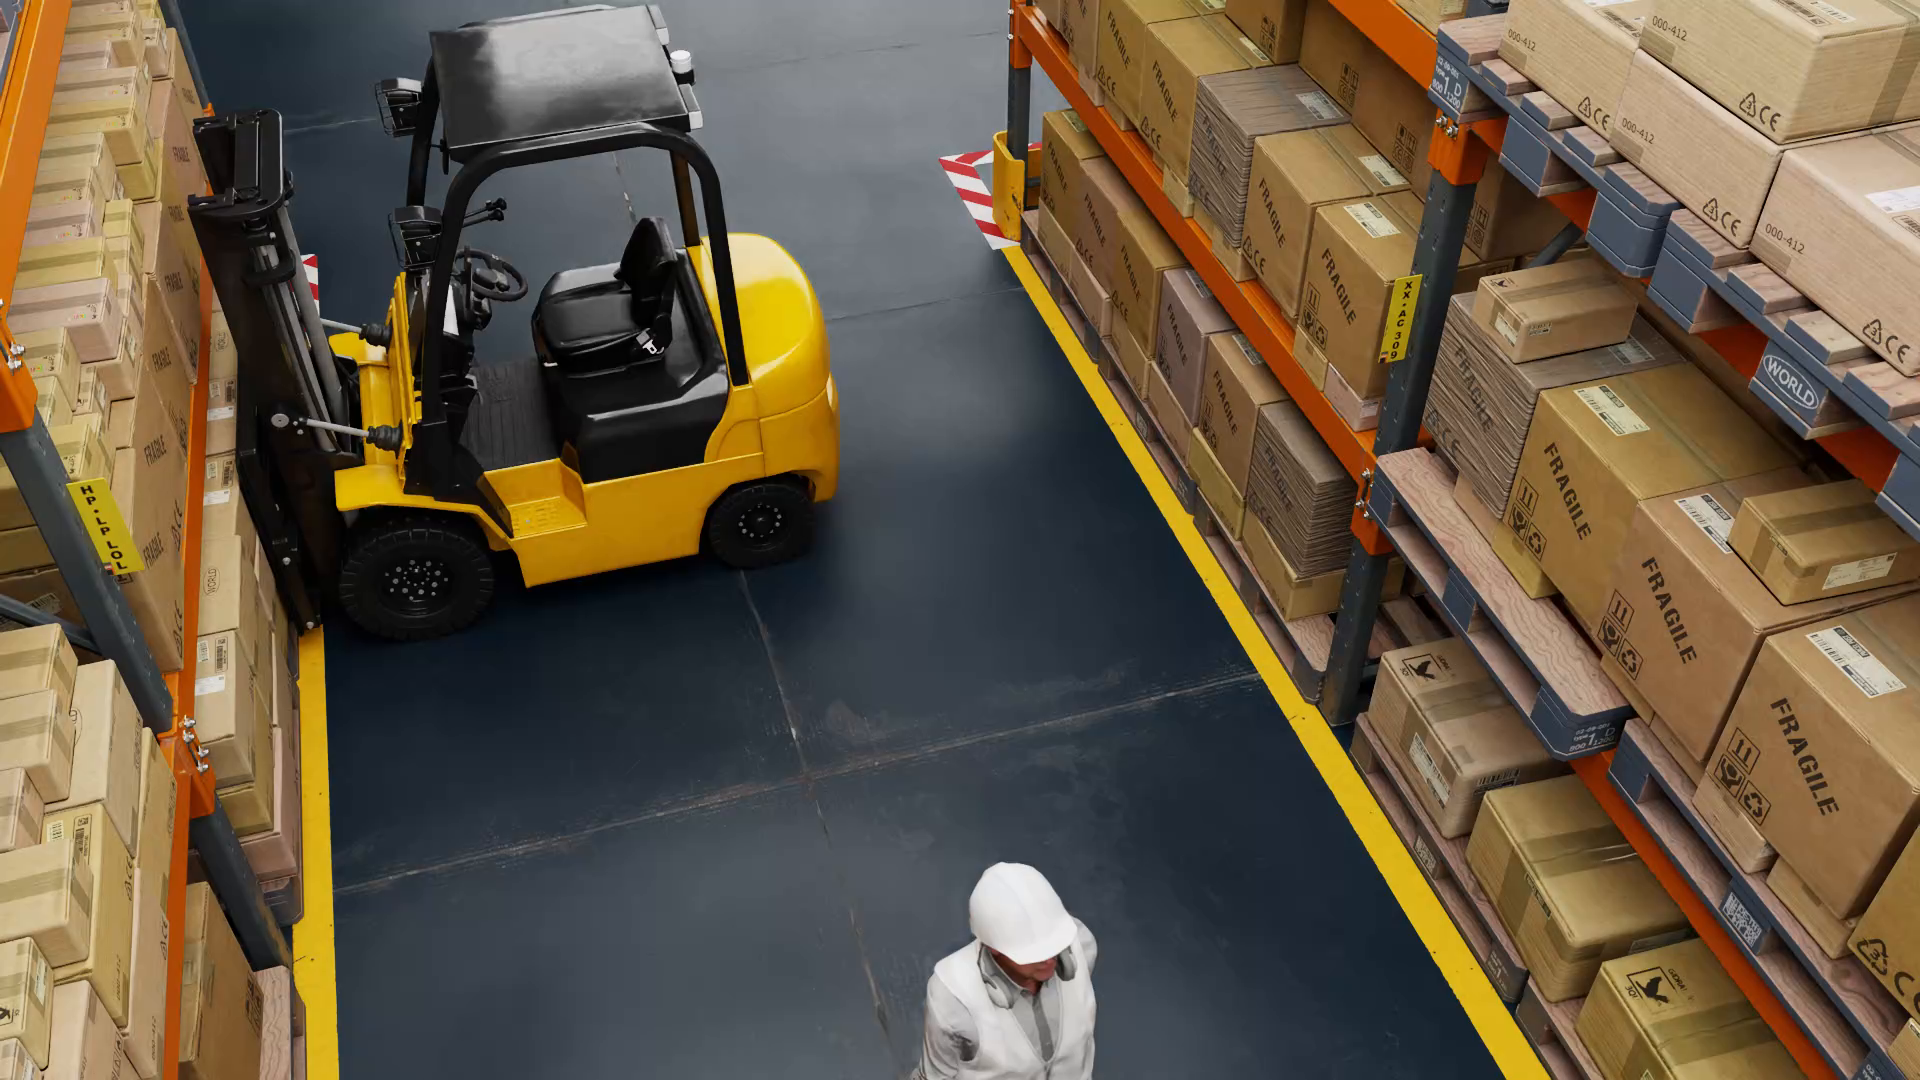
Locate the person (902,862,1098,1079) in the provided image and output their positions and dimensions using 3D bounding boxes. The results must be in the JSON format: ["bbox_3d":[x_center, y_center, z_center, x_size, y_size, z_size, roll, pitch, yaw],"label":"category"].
[{"bbox_3d":[0.130,1.458,4.515,0.550,1.731,0.975,-18,45,-19],"label":"person"}]
